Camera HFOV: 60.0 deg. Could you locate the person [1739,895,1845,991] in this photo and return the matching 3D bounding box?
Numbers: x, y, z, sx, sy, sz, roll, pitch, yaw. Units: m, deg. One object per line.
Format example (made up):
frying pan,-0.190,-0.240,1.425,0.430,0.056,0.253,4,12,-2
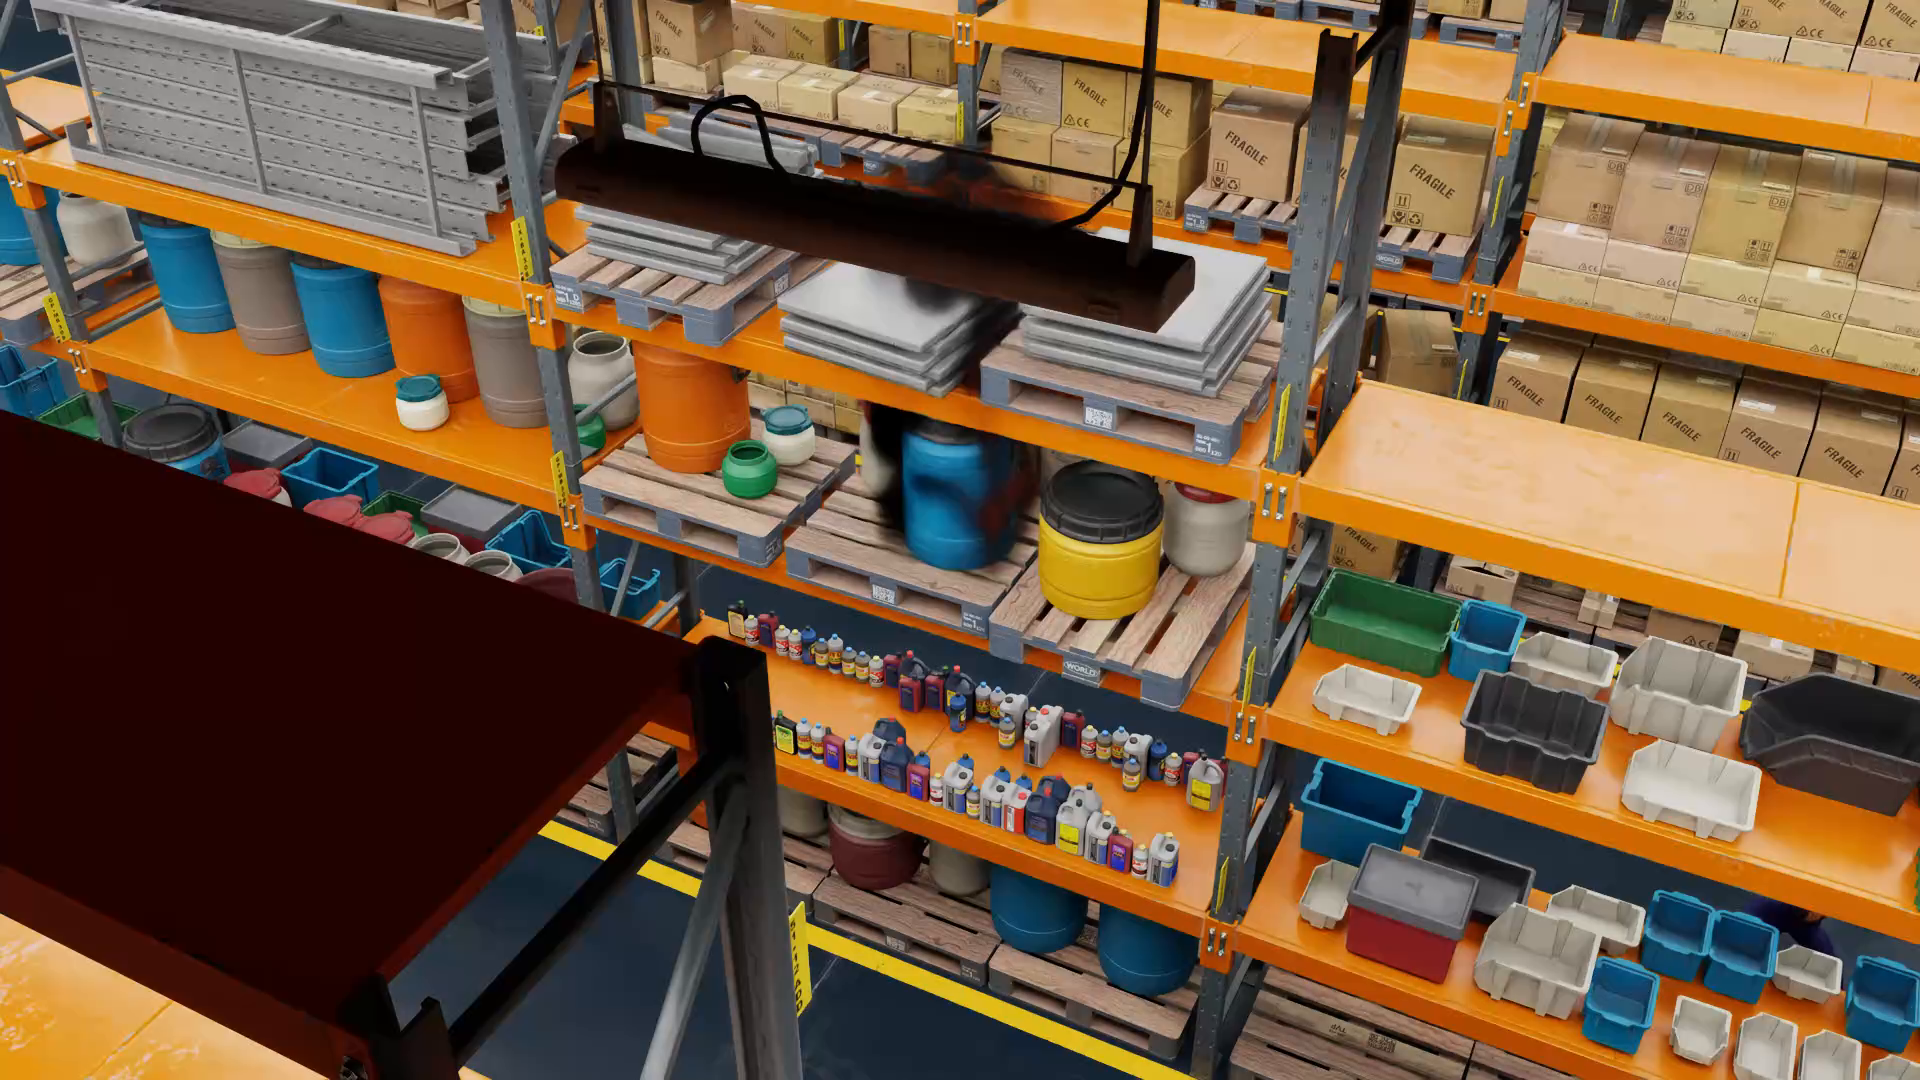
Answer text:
person,4.820,2.026,9.604,0.888,1.600,0.548,13,37,18
